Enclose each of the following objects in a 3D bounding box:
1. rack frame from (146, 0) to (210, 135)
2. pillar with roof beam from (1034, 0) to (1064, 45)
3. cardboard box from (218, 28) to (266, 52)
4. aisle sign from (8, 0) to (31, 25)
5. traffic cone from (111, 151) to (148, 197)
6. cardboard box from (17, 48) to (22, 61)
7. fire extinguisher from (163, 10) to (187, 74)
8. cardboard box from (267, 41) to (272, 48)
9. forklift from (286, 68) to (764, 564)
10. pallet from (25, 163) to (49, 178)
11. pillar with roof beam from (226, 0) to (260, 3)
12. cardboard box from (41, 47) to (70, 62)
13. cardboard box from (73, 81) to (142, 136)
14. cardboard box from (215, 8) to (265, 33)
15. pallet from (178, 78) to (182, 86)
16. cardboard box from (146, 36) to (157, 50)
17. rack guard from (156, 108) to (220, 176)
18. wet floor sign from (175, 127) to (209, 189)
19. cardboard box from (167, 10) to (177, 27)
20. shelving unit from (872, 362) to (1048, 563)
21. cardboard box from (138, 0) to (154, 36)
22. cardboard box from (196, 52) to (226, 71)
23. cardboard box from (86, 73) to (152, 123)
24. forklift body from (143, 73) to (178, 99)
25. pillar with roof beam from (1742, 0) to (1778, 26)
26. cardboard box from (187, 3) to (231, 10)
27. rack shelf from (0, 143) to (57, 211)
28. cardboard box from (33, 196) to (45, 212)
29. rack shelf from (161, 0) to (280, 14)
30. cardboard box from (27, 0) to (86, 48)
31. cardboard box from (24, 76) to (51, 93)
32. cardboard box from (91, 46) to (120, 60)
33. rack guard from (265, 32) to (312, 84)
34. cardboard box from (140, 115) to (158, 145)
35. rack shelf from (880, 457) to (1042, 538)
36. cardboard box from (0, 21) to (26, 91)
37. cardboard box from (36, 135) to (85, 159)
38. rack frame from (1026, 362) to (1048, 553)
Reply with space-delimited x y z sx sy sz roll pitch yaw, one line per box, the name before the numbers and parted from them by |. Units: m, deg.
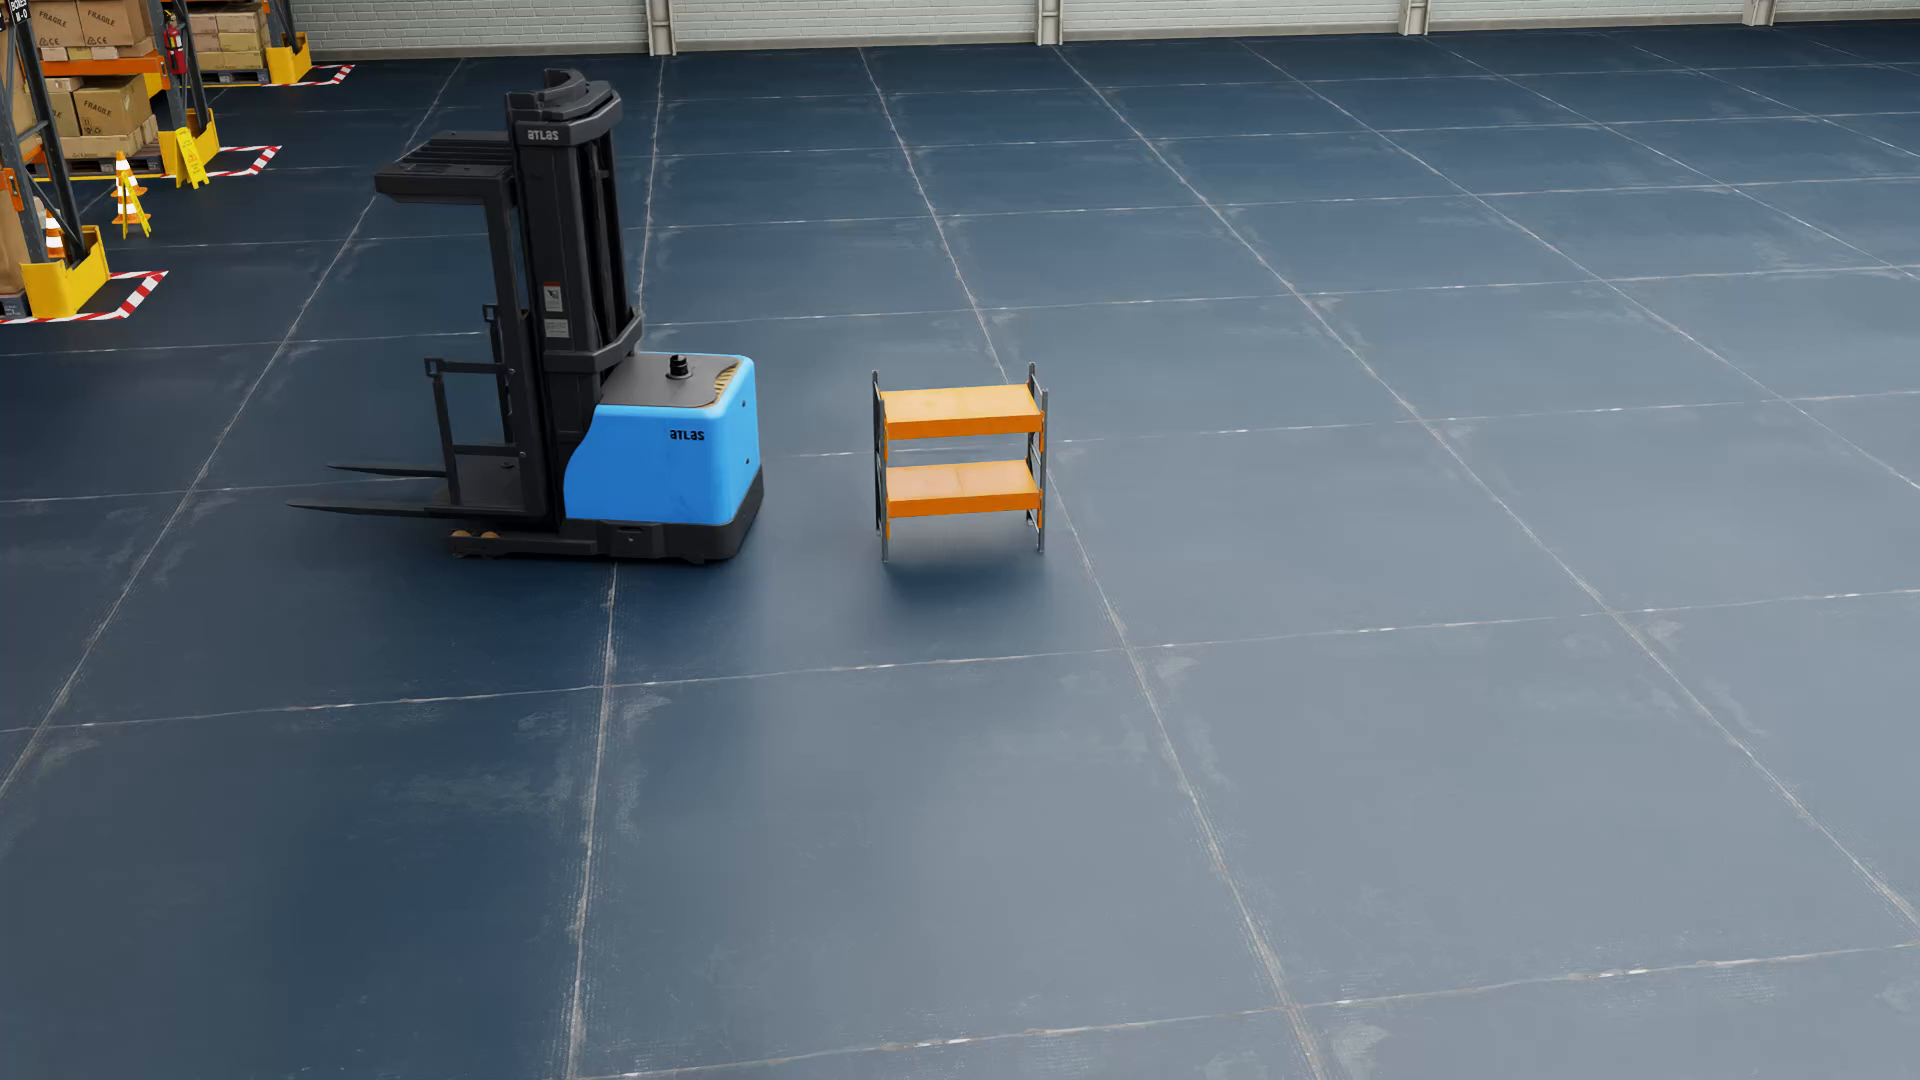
rack frame | -8.980 -5.801 18.973 0.127 3.000 1.000 -4 27 -7
pillar with roof beam | 1.993 -9.894 20.379 0.400 9.000 9.100 -4 27 -7
cardboard box | -10.114 -7.059 23.428 0.500 0.250 0.500 -4 27 -8
aisle sign | -8.162 -4.867 14.304 0.004 0.787 0.394 -4 27 -7
traffic cone | -9.226 -4.062 18.362 0.334 0.463 0.336 -4 27 -7
cardboard box | -10.577 -5.456 18.575 0.250 0.149 0.380 -4 27 -8
fire extinguisher | -8.802 -5.566 18.599 0.183 0.674 0.296 -4 27 -7
cardboard box | -10.189 -7.066 23.989 0.500 0.250 0.500 -4 27 -7
forklift | -2.894 -1.422 10.513 3.031 2.935 1.130 3 27 5
pallet | -11.070 -4.444 19.382 1.213 0.211 1.003 -4 27 -7
pillar with roof beam | -9.890 -9.131 18.891 0.400 9.000 9.100 -4 27 -7
cardboard box | -10.063 -5.466 18.595 0.250 0.149 0.380 -3 27 -6
cardboard box | -9.737 -4.930 19.005 0.500 0.500 0.500 -4 27 -7
cardboard box | -10.088 -7.283 23.318 0.500 0.250 0.500 -3 27 -5
pallet | -11.632 -6.661 23.702 1.213 0.211 1.003 -4 27 -7
cardboard box | -9.345 -5.762 19.171 0.250 0.149 0.380 -4 27 -7
rack guard | -9.055 -4.684 19.534 0.348 0.500 1.175 -4 27 -7
wet floor sign | -8.643 -4.282 18.591 0.232 0.644 0.267 6 28 11
cardboard box | -11.091 -7.211 23.178 0.500 0.250 0.500 -3 27 -6
shelving unit | -0.007 -0.500 10.695 1.048 1.125 0.538 -4 27 -7
cardboard box | -9.488 -6.073 19.068 0.500 0.500 0.500 -4 27 -8
cardboard box | -10.590 -6.808 23.488 0.500 0.250 0.500 -4 27 -7
cardboard box | -9.841 -5.170 19.474 0.500 0.500 0.500 -5 28 -9
forklift body | -11.299 -6.722 21.697 1.214 2.155 2.313 -4 27 -7
pillar with roof beam | 13.876 -10.658 21.866 0.400 9.000 9.100 -4 27 -7
cardboard box | -10.672 -7.475 23.691 0.500 0.250 0.500 -4 27 -7
rack shelf | -10.171 -3.123 14.541 4.000 0.370 1.077 -4 27 -7
cardboard box | -9.996 -3.536 17.682 0.250 0.149 0.380 10 29 19
rack shelf | -11.656 -7.598 23.262 4.000 0.370 1.077 -4 27 -7
cardboard box | -9.975 -5.789 18.514 0.500 0.500 0.500 -4 27 -7
cardboard box | -10.340 -5.150 18.724 0.250 0.149 0.380 -3 27 -6
cardboard box | -9.556 -5.503 18.666 0.250 0.149 0.380 -4 27 -8
rack guard | -9.651 -6.934 23.919 0.348 0.500 1.175 -4 27 -7
cardboard box | -9.817 -4.839 19.649 0.500 0.250 0.500 -4 27 -8
rack shelf | -0.007 -0.282 10.806 1.000 0.278 0.538 -4 27 -7
cardboard box | -8.563 -4.111 14.332 0.550 0.550 0.875 -4 27 -7
cardboard box | -10.257 -4.562 19.110 0.500 0.250 0.500 -4 27 -7
rack frame | 0.497 -0.532 10.758 0.032 1.125 0.500 -4 27 -7
